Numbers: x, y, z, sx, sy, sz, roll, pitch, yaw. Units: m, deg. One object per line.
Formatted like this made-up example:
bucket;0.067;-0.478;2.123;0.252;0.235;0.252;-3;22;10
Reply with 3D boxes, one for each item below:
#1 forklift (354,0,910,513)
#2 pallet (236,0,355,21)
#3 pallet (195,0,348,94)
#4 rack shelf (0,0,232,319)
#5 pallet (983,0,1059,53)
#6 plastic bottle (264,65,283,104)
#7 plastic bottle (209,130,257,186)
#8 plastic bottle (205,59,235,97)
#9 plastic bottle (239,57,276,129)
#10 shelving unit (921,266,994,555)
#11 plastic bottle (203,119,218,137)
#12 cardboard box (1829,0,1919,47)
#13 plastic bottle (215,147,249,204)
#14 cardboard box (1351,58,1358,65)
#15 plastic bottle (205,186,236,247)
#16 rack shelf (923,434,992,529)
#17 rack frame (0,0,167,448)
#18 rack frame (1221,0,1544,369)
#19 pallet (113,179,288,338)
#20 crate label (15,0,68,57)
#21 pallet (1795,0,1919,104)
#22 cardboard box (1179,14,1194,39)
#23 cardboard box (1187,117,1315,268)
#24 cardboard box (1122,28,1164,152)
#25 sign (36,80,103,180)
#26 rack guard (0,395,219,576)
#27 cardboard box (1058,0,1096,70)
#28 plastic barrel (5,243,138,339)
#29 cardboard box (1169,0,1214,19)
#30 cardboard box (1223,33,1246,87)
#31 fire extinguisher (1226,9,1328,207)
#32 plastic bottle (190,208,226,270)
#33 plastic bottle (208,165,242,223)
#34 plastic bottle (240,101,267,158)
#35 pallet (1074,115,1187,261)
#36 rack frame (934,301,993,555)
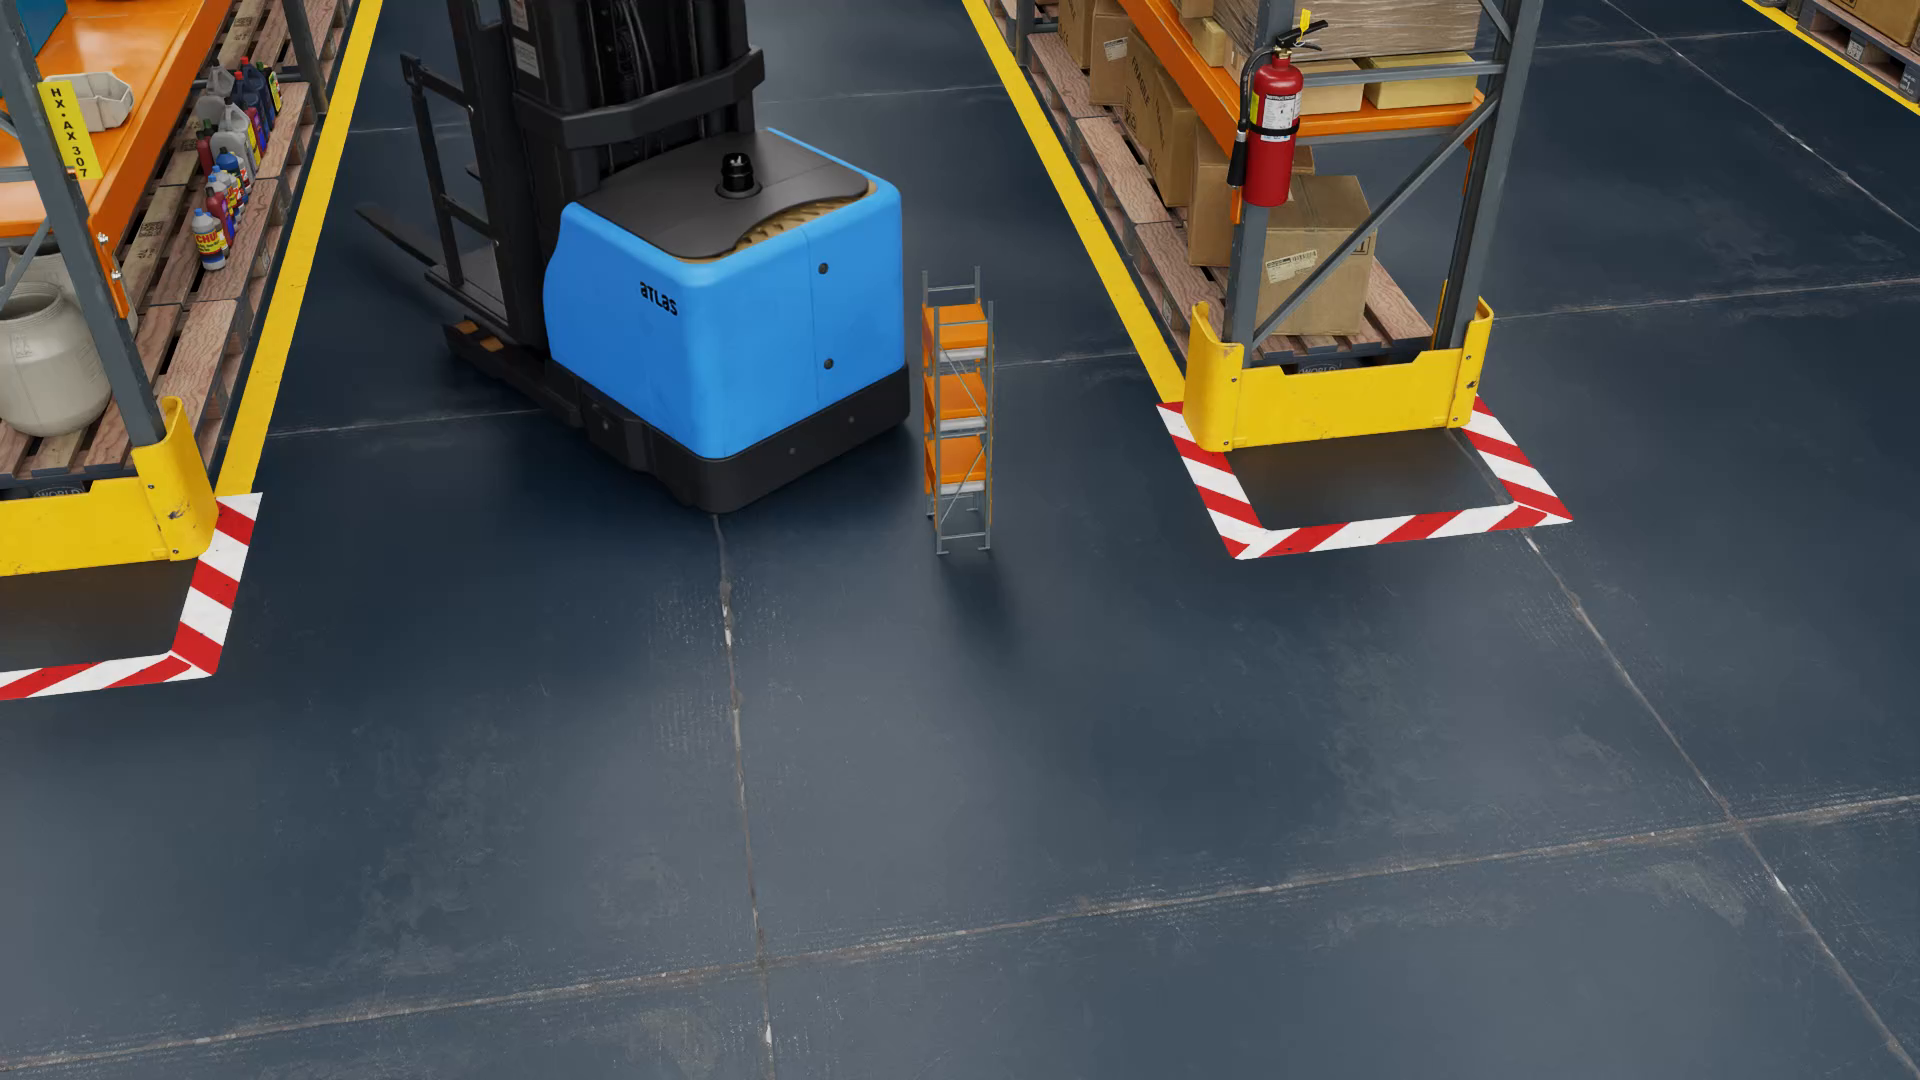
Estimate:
forklift;-1.597;-2.061;6.514;1.130;2.935;3.031;-31;48;-34
pallet;-4.437;-3.644;10.769;1.003;0.211;1.213;-6;38;-8
pallet;-4.220;-2.906;9.818;1.003;0.211;1.213;-6;38;-8
rack shelf;-3.694;-2.045;7.024;1.077;0.370;4.000;-6;38;-8
pallet;0.694;-3.439;10.504;1.003;0.211;1.213;-6;38;-8
plastic bottle;-3.674;-2.420;8.842;0.097;0.201;0.097;0;38;0
plastic bottle;-3.533;-1.868;8.070;0.152;0.276;0.135;-6;38;-7
plastic bottle;-3.790;-2.291;8.555;0.144;0.351;0.185;-6;38;-8
plastic bottle;-3.648;-2.307;8.575;0.144;0.351;0.185;-7;38;-9
shelving unit;-0.009;-0.447;5.970;0.215;1.050;0.252;-6;38;-8
plastic bottle;-3.654;-1.942;8.161;0.061;0.283;0.133;-6;38;-8
cardboard box;5.774;-3.481;9.676;0.875;0.875;0.875;-6;38;-7
plastic bottle;-3.467;-1.736;7.904;0.097;0.271;0.097;0;38;0
cardboard box;1.693;-1.905;6.462;0.380;0.149;0.250;-6;38;-8
plastic bottle;-3.376;-1.489;7.578;0.061;0.283;0.133;-6;38;-7
rack shelf;-0.009;-0.219;6.147;0.215;0.259;0.240;-6;38;-8
rack frame;-3.343;-1.121;5.248;1.000;3.000;0.127;-6;38;-8
rack frame;1.533;-1.654;5.934;1.000;3.000;0.127;-6;38;-8
pallet;-3.750;-1.287;7.735;1.003;0.211;1.213;-6;38;-8
crate label;-3.932;-2.218;6.631;0.502;0.435;0.616;-6;38;-8
pallet;5.789;-2.973;9.905;1.003;0.211;1.213;-6;38;-8
cardboard box;1.114;-2.154;6.782;0.380;0.149;0.250;-6;38;-8
cardboard box;1.302;-1.569;7.519;0.500;0.500;0.500;3;38;4
cardboard box;1.157;-2.291;8.449;0.500;0.500;0.500;-9;39;-12
sign;-2.801;-1.287;5.236;0.100;0.325;0.005;-6;38;-8
rack guard;-3.403;-0.175;6.067;1.175;0.500;0.348;-6;38;-8
cardboard box;0.863;-3.002;9.365;0.500;0.500;0.500;-7;38;-9
plastic barrel;-3.621;-0.996;6.773;0.421;0.512;0.421;0;38;0
cardboard box;1.258;-2.435;6.615;0.875;0.500;0.500;-6;38;-8
cardboard box;1.237;-1.855;6.398;0.380;0.149;0.250;-6;38;-8
fire extinguisher;1.100;-1.504;5.805;0.296;0.674;0.183;-6;38;-8
plastic bottle;-3.354;-1.346;7.403;0.097;0.271;0.097;0;38;0
plastic bottle;-3.432;-1.613;7.747;0.097;0.271;0.097;0;38;0
plastic bottle;-3.544;-2.070;8.325;0.061;0.283;0.133;-4;38;-5
pallet;1.202;-1.828;8.431;1.003;0.211;1.213;-6;38;-8
rack frame;0.012;-0.373;5.875;0.200;1.050;0.008;-6;38;-8
